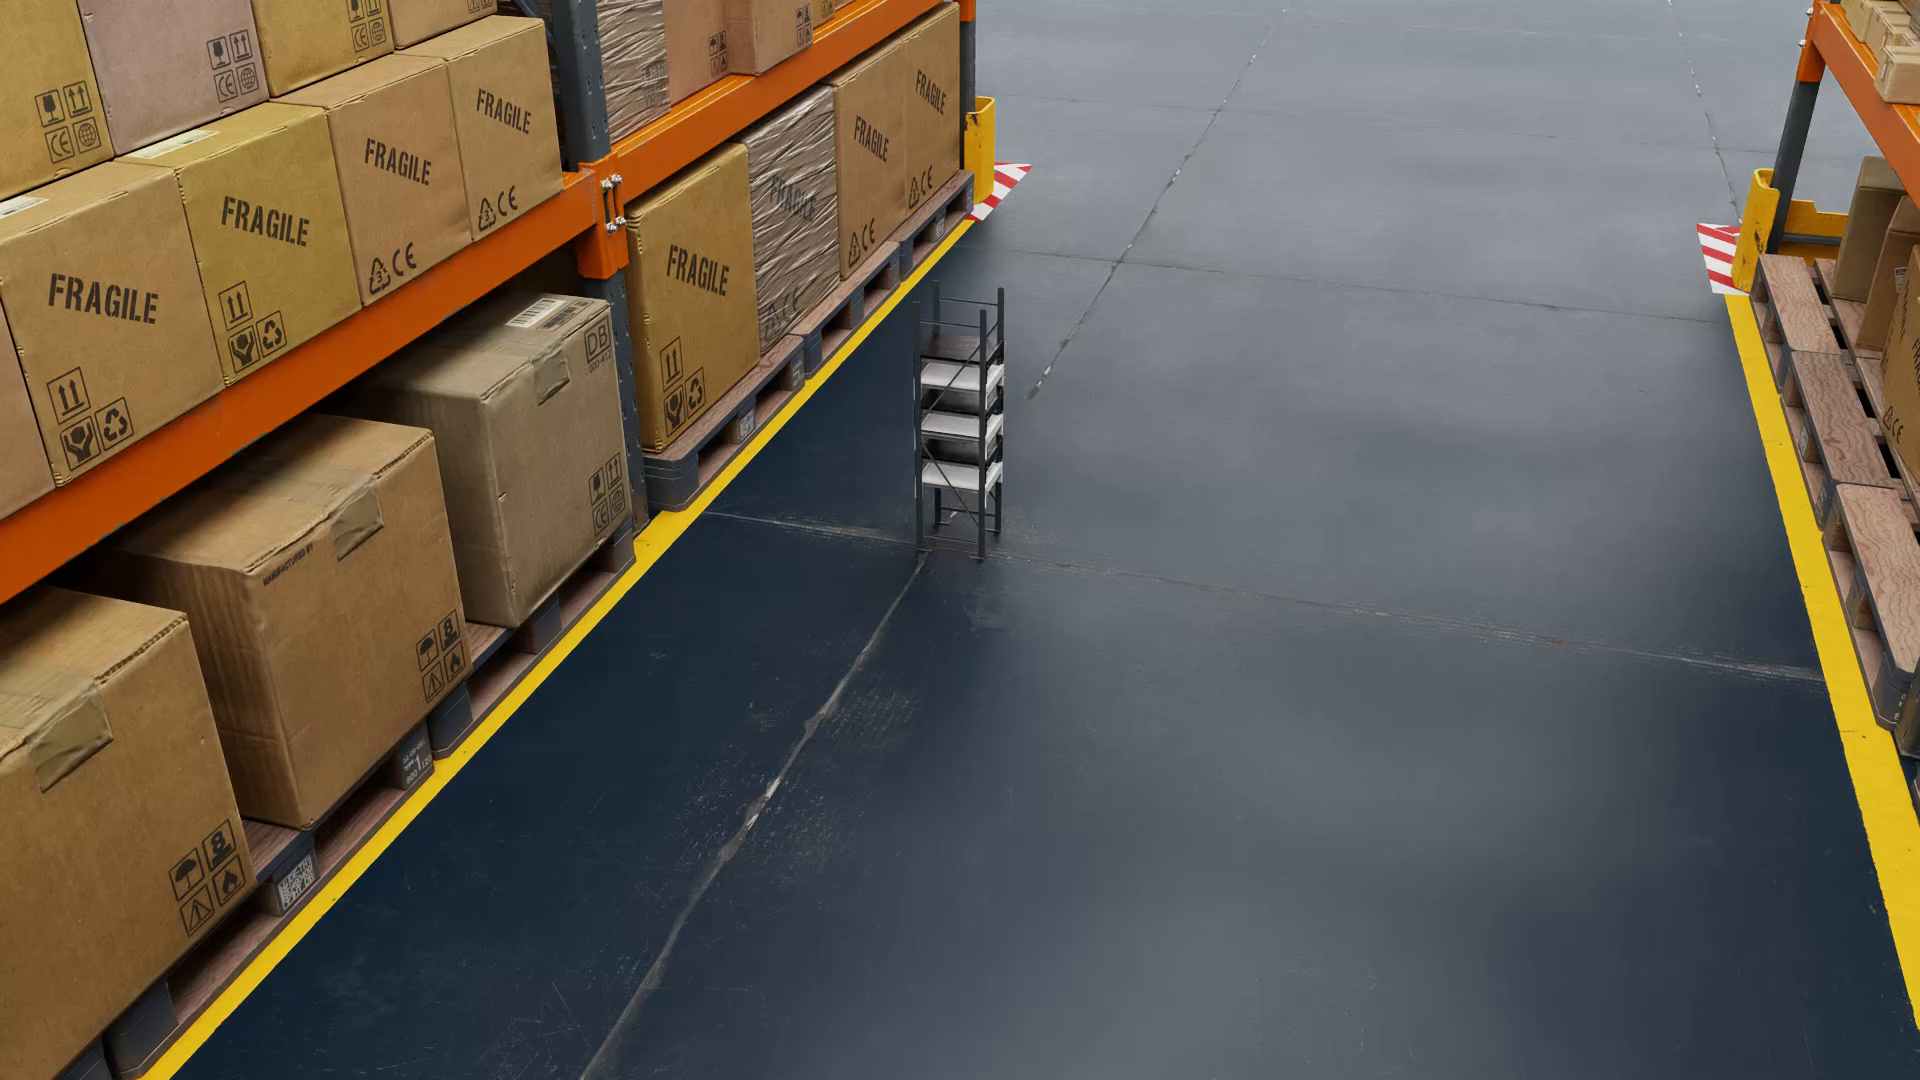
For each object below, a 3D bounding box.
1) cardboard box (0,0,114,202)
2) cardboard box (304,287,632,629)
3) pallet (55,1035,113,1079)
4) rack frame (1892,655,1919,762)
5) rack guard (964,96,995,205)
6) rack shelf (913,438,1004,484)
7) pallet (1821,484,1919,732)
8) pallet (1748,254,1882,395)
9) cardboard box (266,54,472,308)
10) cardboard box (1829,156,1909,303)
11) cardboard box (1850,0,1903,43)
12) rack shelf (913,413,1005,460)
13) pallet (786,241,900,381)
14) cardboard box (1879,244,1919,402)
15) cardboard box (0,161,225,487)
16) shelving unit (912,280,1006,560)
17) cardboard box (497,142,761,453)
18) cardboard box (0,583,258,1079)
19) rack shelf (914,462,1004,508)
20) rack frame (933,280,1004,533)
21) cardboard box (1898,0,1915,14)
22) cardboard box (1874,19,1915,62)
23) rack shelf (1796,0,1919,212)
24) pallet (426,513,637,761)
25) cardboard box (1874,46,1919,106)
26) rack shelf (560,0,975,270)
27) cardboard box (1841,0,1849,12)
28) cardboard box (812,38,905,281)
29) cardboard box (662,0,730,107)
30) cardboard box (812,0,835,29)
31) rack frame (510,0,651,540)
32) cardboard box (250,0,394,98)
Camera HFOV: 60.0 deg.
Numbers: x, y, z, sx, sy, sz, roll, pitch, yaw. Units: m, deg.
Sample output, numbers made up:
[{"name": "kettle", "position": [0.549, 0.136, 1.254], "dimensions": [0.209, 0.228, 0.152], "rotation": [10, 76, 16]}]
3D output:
[{"name": "cardboard box", "position": [-2.173, -0.952, 3.244], "dimensions": [0.700, 0.500, 0.500], "rotation": [8, 30, 14]}, {"name": "cardboard box", "position": [-1.682, -0.310, 5.104], "dimensions": [1.050, 0.750, 0.750], "rotation": [8, 30, 15]}, {"name": "pallet", "position": [-2.457, 1.311, 3.177], "dimensions": [1.003, 0.211, 1.213], "rotation": [8, 30, 15]}, {"name": "rack frame", "position": [3.126, -0.656, 3.845], "dimensions": [1.000, 3.000, 0.127], "rotation": [8, 30, 15]}, {"name": "rack guard", "position": [-0.405, -2.189, 9.171], "dimensions": [1.175, 0.500, 0.348], "rotation": [8, 30, 15]}, {"name": "rack shelf", "position": [-0.002, -0.282, 5.584], "dimensions": [0.258, 0.077, 0.200], "rotation": [8, 30, 15]}, {"name": "pallet", "position": [3.289, 0.245, 5.093], "dimensions": [1.003, 0.211, 1.213], "rotation": [8, 30, 15]}, {"name": "pallet", "position": [4.005, -0.889, 7.131], "dimensions": [1.003, 0.211, 1.213], "rotation": [8, 30, 15]}, {"name": "cardboard box", "position": [-1.632, -0.939, 4.250], "dimensions": [0.500, 0.500, 0.500], "rotation": [8, 30, 14]}, {"name": "cardboard box", "position": [4.101, -1.319, 7.174], "dimensions": [0.500, 0.500, 0.500], "rotation": [14, 32, 24]}, {"name": "cardboard box", "position": [3.809, -2.080, 6.661], "dimensions": [0.380, 0.149, 0.250], "rotation": [8, 30, 15]}, {"name": "rack shelf", "position": [-0.002, -0.360, 5.541], "dimensions": [0.258, 0.077, 0.200], "rotation": [8, 30, 15]}, {"name": "pallet", "position": [-0.932, -1.104, 7.517], "dimensions": [1.003, 0.211, 1.213], "rotation": [8, 30, 15]}, {"name": "cardboard box", "position": [3.756, -0.748, 6.148], "dimensions": [0.500, 0.500, 0.500], "rotation": [11, 31, 20]}, {"name": "cardboard box", "position": [-1.927, -0.468, 3.403], "dimensions": [0.500, 0.500, 0.500], "rotation": [8, 30, 14]}, {"name": "shelving unit", "position": [-0.002, -0.389, 5.524], "dimensions": [0.258, 0.900, 0.210], "rotation": [8, 30, 15]}, {"name": "cardboard box", "position": [-1.335, -0.949, 6.123], "dimensions": [0.875, 0.875, 0.875], "rotation": [9, 30, 16]}, {"name": "cardboard box", "position": [-2.242, 0.570, 3.521], "dimensions": [1.050, 0.750, 0.750], "rotation": [9, 30, 16]}, {"name": "rack shelf", "position": [-0.002, -0.203, 5.628], "dimensions": [0.258, 0.077, 0.200], "rotation": [8, 30, 15]}, {"name": "rack frame", "position": [0.027, -0.437, 5.609], "dimensions": [0.240, 0.900, 0.006], "rotation": [8, 30, 15]}, {"name": "cardboard box", "position": [4.080, -2.188, 6.189], "dimensions": [0.875, 0.500, 0.500], "rotation": [8, 30, 15]}, {"name": "cardboard box", "position": [3.675, -1.845, 6.240], "dimensions": [0.380, 0.149, 0.250], "rotation": [8, 30, 15]}, {"name": "rack shelf", "position": [3.713, -1.272, 5.690], "dimensions": [1.077, 0.370, 4.000], "rotation": [8, 30, 15]}, {"name": "pallet", "position": [-1.741, 0.177, 5.215], "dimensions": [1.003, 0.211, 1.213], "rotation": [8, 30, 15]}, {"name": "cardboard box", "position": [3.455, -1.624, 5.842], "dimensions": [0.380, 0.149, 0.250], "rotation": [8, 30, 15]}, {"name": "rack shelf", "position": [-0.999, -2.026, 7.047], "dimensions": [1.077, 0.370, 4.000], "rotation": [8, 30, 15]}, {"name": "cardboard box", "position": [3.988, -2.307, 7.070], "dimensions": [0.380, 0.149, 0.250], "rotation": [8, 30, 15]}, {"name": "cardboard box", "position": [-0.804, -1.791, 7.638], "dimensions": [0.875, 0.875, 0.875], "rotation": [8, 30, 14]}, {"name": "cardboard box", "position": [-1.349, -1.909, 5.941], "dimensions": [0.875, 0.550, 0.550], "rotation": [8, 30, 15]}, {"name": "cardboard box", "position": [-1.019, -2.403, 6.831], "dimensions": [0.875, 0.550, 0.500], "rotation": [8, 30, 15]}, {"name": "rack frame", "position": [-1.586, -1.411, 5.201], "dimensions": [1.000, 3.000, 0.127], "rotation": [8, 30, 15]}, {"name": "cardboard box", "position": [-1.875, -1.421, 4.087], "dimensions": [0.700, 0.500, 0.500], "rotation": [8, 30, 14]}]
